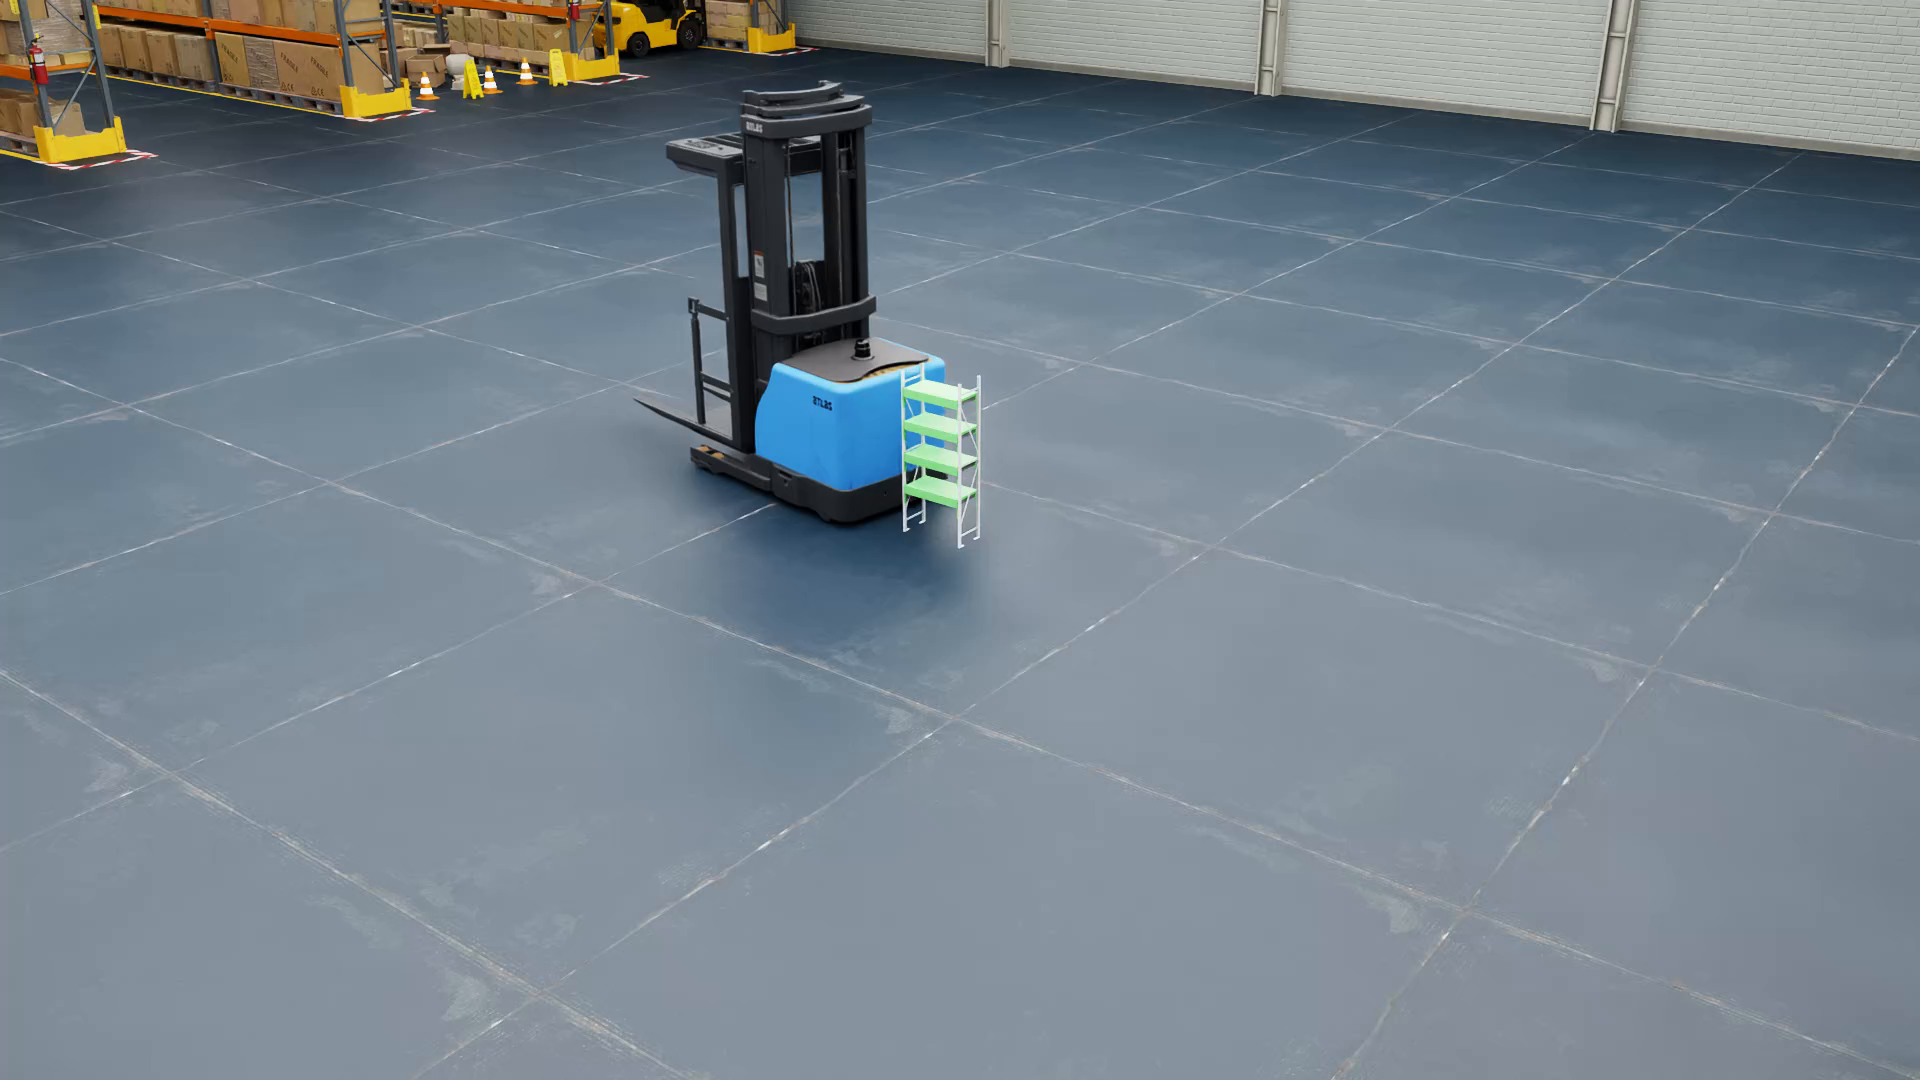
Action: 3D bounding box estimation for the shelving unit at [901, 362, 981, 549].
[{"bbox_3d":[-0.132,-0.589,11.599,0.503,1.200,0.258,17,29,33],"label":"shelving unit"}]

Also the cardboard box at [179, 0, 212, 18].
[{"bbox_3d":[-13.670,-9.688,29.893,0.500,0.500,0.500,17,29,33],"label":"cardboard box"}]

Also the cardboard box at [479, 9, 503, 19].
[{"bbox_3d":[-9.200,-10.330,32.630,0.250,0.149,0.380,19,30,36],"label":"cardboard box"}]

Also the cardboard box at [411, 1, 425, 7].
[{"bbox_3d":[-13.379,-13.619,41.519,0.500,0.500,0.500,18,30,36],"label":"cardboard box"}]

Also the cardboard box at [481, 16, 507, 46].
[{"bbox_3d":[-9.044,-10.019,32.729,0.500,0.500,0.500,19,30,36],"label":"cardboard box"}]

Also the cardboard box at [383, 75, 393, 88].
[{"bbox_3d":[-10.612,-8.529,30.779,0.396,0.266,0.258,-21,31,-39],"label":"cardboard box"}]

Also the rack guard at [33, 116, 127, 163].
[{"bbox_3d":[-13.007,-5.933,24.596,0.348,0.500,1.175,17,29,33],"label":"rack guard"}]

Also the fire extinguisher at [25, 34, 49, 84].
[{"bbox_3d":[-13.131,-6.847,23.666,0.183,0.674,0.296,17,29,33],"label":"fire extinguisher"}]

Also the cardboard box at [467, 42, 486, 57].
[{"bbox_3d":[-9.460,-9.802,33.166,0.500,0.250,0.500,19,30,36],"label":"cardboard box"}]

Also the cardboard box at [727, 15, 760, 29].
[{"bbox_3d":[-4.606,-11.038,35.351,0.500,0.250,0.500,16,29,33],"label":"cardboard box"}]

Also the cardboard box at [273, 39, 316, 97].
[{"bbox_3d":[-11.179,-8.209,28.776,0.875,0.875,0.875,16,29,32],"label":"cardboard box"}]

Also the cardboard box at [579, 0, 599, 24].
[{"bbox_3d":[-8.270,-12.244,38.243,0.625,0.625,0.875,16,29,33],"label":"cardboard box"}]

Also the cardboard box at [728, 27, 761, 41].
[{"bbox_3d":[-4.595,-10.804,35.441,0.500,0.250,0.500,17,29,34],"label":"cardboard box"}]

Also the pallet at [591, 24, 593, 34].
[{"bbox_3d":[-7.843,-11.715,38.078,1.213,0.211,1.003,17,29,33],"label":"pallet"}]

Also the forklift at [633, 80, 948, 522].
[{"bbox_3d":[-1.462,-1.975,12.598,1.130,2.935,3.031,-21,31,-39],"label":"forklift"}]

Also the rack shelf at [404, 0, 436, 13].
[{"bbox_3d":[-11.804,-11.378,34.746,4.000,0.370,1.077,17,29,33],"label":"rack shelf"}]

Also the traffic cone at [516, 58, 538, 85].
[{"bbox_3d":[-8.121,-8.783,31.110,0.334,0.463,0.336,17,29,33],"label":"traffic cone"}]

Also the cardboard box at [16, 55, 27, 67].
[{"bbox_3d":[-13.498,-7.007,24.244,0.250,0.149,0.380,17,29,33],"label":"cardboard box"}]

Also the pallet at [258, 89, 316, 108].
[{"bbox_3d":[-11.550,-7.822,29.241,1.213,0.211,1.003,17,29,33],"label":"pallet"}]

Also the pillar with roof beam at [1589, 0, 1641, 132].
[{"bbox_3d":[7.776,-9.321,21.745,0.400,9.000,9.100,17,29,33],"label":"pillar with roof beam"}]

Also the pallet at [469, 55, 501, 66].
[{"bbox_3d":[-9.645,-9.796,33.722,1.213,0.211,1.003,17,29,33],"label":"pallet"}]

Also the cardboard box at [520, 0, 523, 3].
[{"bbox_3d":[-8.237,-10.417,31.984,0.250,0.149,0.380,17,29,34],"label":"cardboard box"}]

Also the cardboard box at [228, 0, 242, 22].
[{"bbox_3d":[-12.336,-9.460,29.313,0.550,0.550,0.875,17,29,33],"label":"cardboard box"}]

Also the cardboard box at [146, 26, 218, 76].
[{"bbox_3d":[-14.412,-9.120,30.999,0.750,0.750,1.050,17,29,33],"label":"cardboard box"}]

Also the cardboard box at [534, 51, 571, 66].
[{"bbox_3d":[-7.830,-9.305,32.037,0.500,0.250,0.500,17,29,33],"label":"cardboard box"}]

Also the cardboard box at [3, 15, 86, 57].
[{"bbox_3d":[-13.370,-7.383,24.293,0.500,0.500,0.875,17,29,33],"label":"cardboard box"}]

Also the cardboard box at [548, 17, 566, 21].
[{"bbox_3d":[-7.923,-9.948,32.568,0.500,0.500,0.500,16,28,31],"label":"cardboard box"}]

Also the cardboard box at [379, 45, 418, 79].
[{"bbox_3d":[-10.680,-9.007,31.401,0.503,0.637,0.797,17,29,33],"label":"cardboard box"}]

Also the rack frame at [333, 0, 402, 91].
[{"bbox_3d":[-9.891,-8.635,27.627,0.127,3.000,1.000,17,29,33],"label":"rack frame"}]

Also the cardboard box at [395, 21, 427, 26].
[{"bbox_3d":[-11.760,-10.680,35.006,0.625,0.372,0.950,18,29,35],"label":"cardboard box"}]

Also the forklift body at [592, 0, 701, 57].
[{"bbox_3d":[-6.641,-11.340,34.820,1.214,2.155,2.313,17,29,33],"label":"forklift body"}]

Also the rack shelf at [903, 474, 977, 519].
[{"bbox_3d":[-0.132,-0.311,11.721,0.480,0.148,0.258,17,29,33],"label":"rack shelf"}]

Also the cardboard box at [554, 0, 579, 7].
[{"bbox_3d":[-7.431,-10.163,31.407,0.250,0.149,0.380,18,29,35],"label":"cardboard box"}]

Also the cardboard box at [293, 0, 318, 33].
[{"bbox_3d":[-10.668,-8.904,28.053,0.550,0.550,0.875,17,29,33],"label":"cardboard box"}]

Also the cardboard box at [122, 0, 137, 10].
[{"bbox_3d":[-15.283,-10.175,31.000,0.500,0.500,0.500,17,29,33],"label":"cardboard box"}]

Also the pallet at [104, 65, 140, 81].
[{"bbox_3d":[-15.707,-9.078,32.092,1.213,0.211,1.003,17,29,33],"label":"pallet"}]

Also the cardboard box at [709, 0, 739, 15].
[{"bbox_3d":[-4.997,-11.382,35.513,0.500,0.250,0.500,17,29,34],"label":"cardboard box"}]

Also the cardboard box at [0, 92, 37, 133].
[{"bbox_3d":[-14.425,-6.555,25.486,0.500,0.500,0.500,20,31,38],"label":"cardboard box"}]

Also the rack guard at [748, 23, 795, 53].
[{"bbox_3d":[-4.010,-10.709,35.435,0.348,0.500,1.175,17,29,33],"label":"rack guard"}]
